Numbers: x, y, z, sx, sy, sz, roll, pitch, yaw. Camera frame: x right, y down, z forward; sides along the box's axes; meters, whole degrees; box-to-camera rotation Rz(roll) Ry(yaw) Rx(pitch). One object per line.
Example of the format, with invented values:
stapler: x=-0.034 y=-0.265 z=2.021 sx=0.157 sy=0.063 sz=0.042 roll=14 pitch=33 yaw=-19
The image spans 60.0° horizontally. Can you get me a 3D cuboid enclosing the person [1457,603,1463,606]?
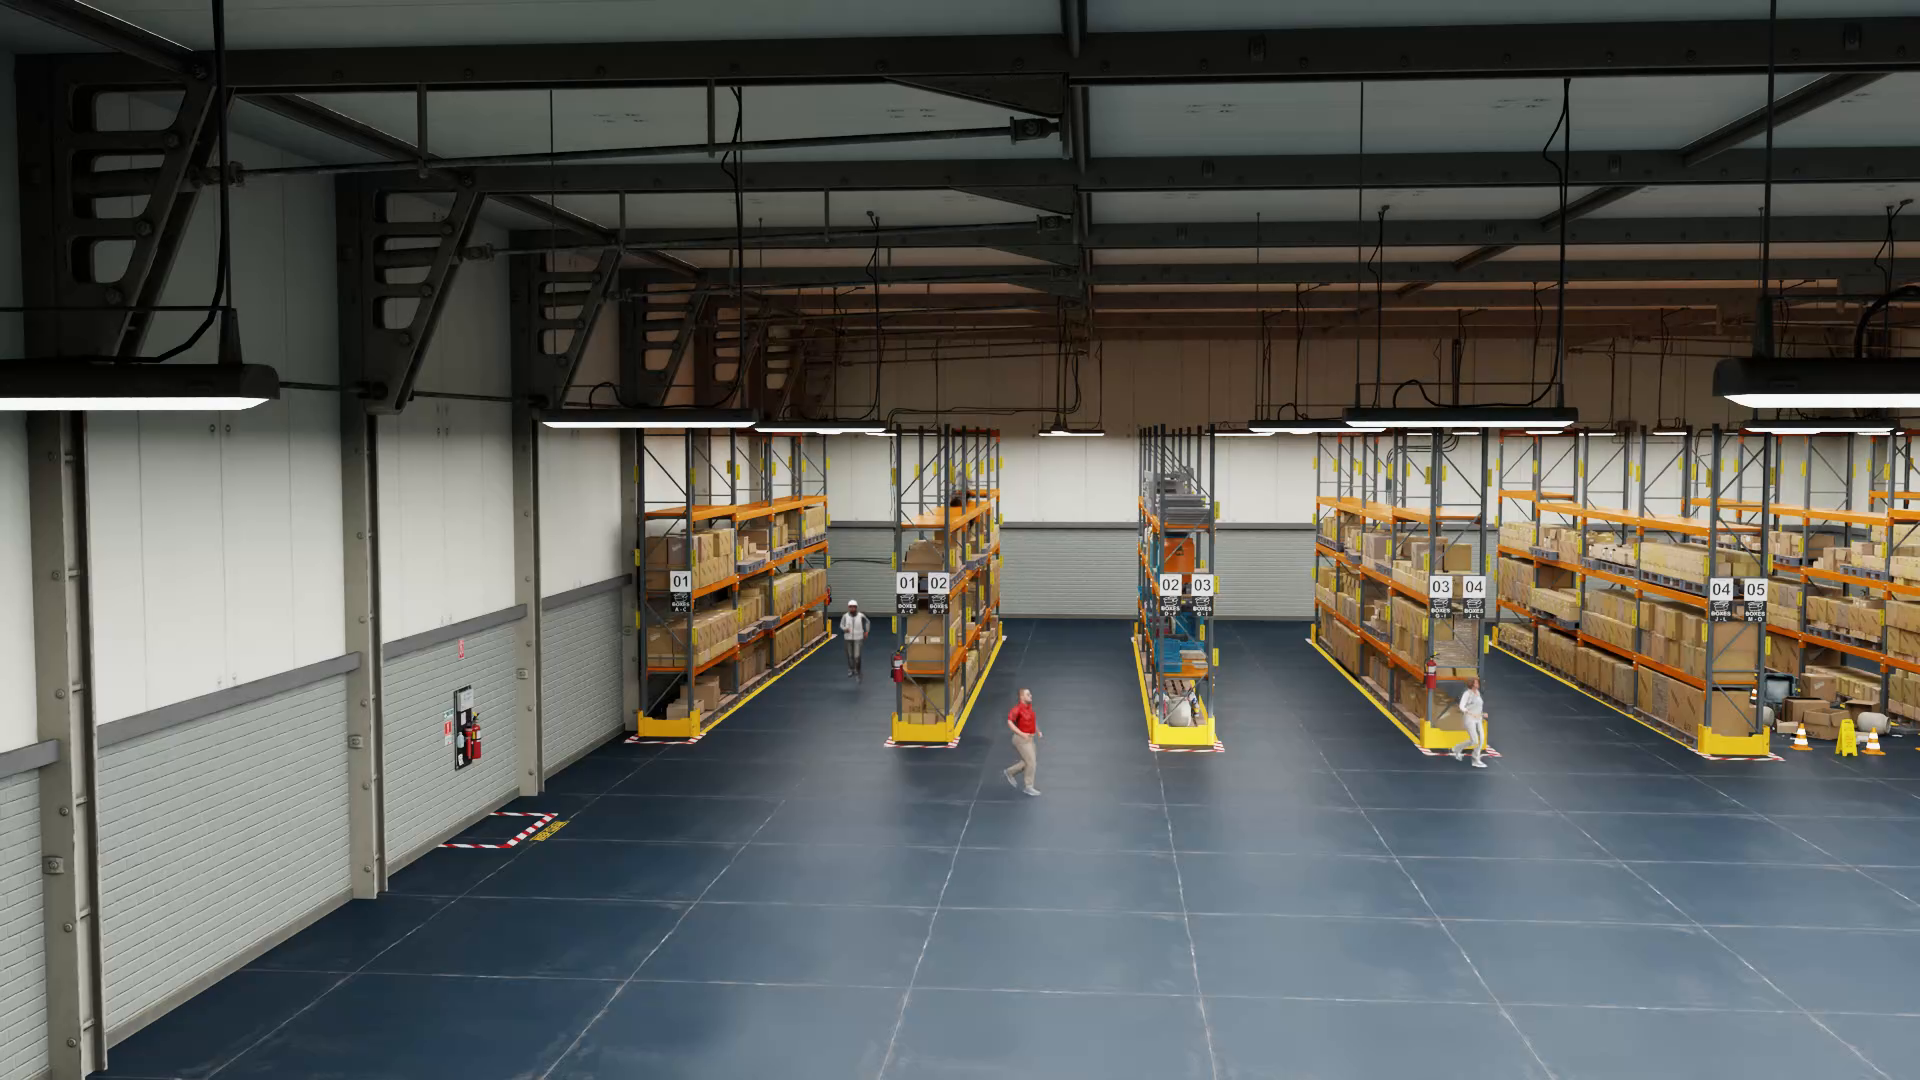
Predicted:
person: x=13.619 y=2.115 z=46.452 sx=0.849 sy=1.555 sz=0.579 roll=2 pitch=4 yaw=26

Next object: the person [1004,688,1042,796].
person: x=1.006 y=3.245 z=26.823 sx=0.668 sy=1.712 sz=0.672 roll=2 pitch=4 yaw=26

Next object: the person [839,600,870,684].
person: x=-2.395 y=2.302 z=37.575 sx=0.671 sy=1.895 sz=0.725 roll=0 pitch=3 yaw=1

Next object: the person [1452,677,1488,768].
person: x=8.926 y=3.168 z=29.061 sx=0.565 sy=1.564 sz=0.635 roll=-3 pitch=5 yaw=-42
